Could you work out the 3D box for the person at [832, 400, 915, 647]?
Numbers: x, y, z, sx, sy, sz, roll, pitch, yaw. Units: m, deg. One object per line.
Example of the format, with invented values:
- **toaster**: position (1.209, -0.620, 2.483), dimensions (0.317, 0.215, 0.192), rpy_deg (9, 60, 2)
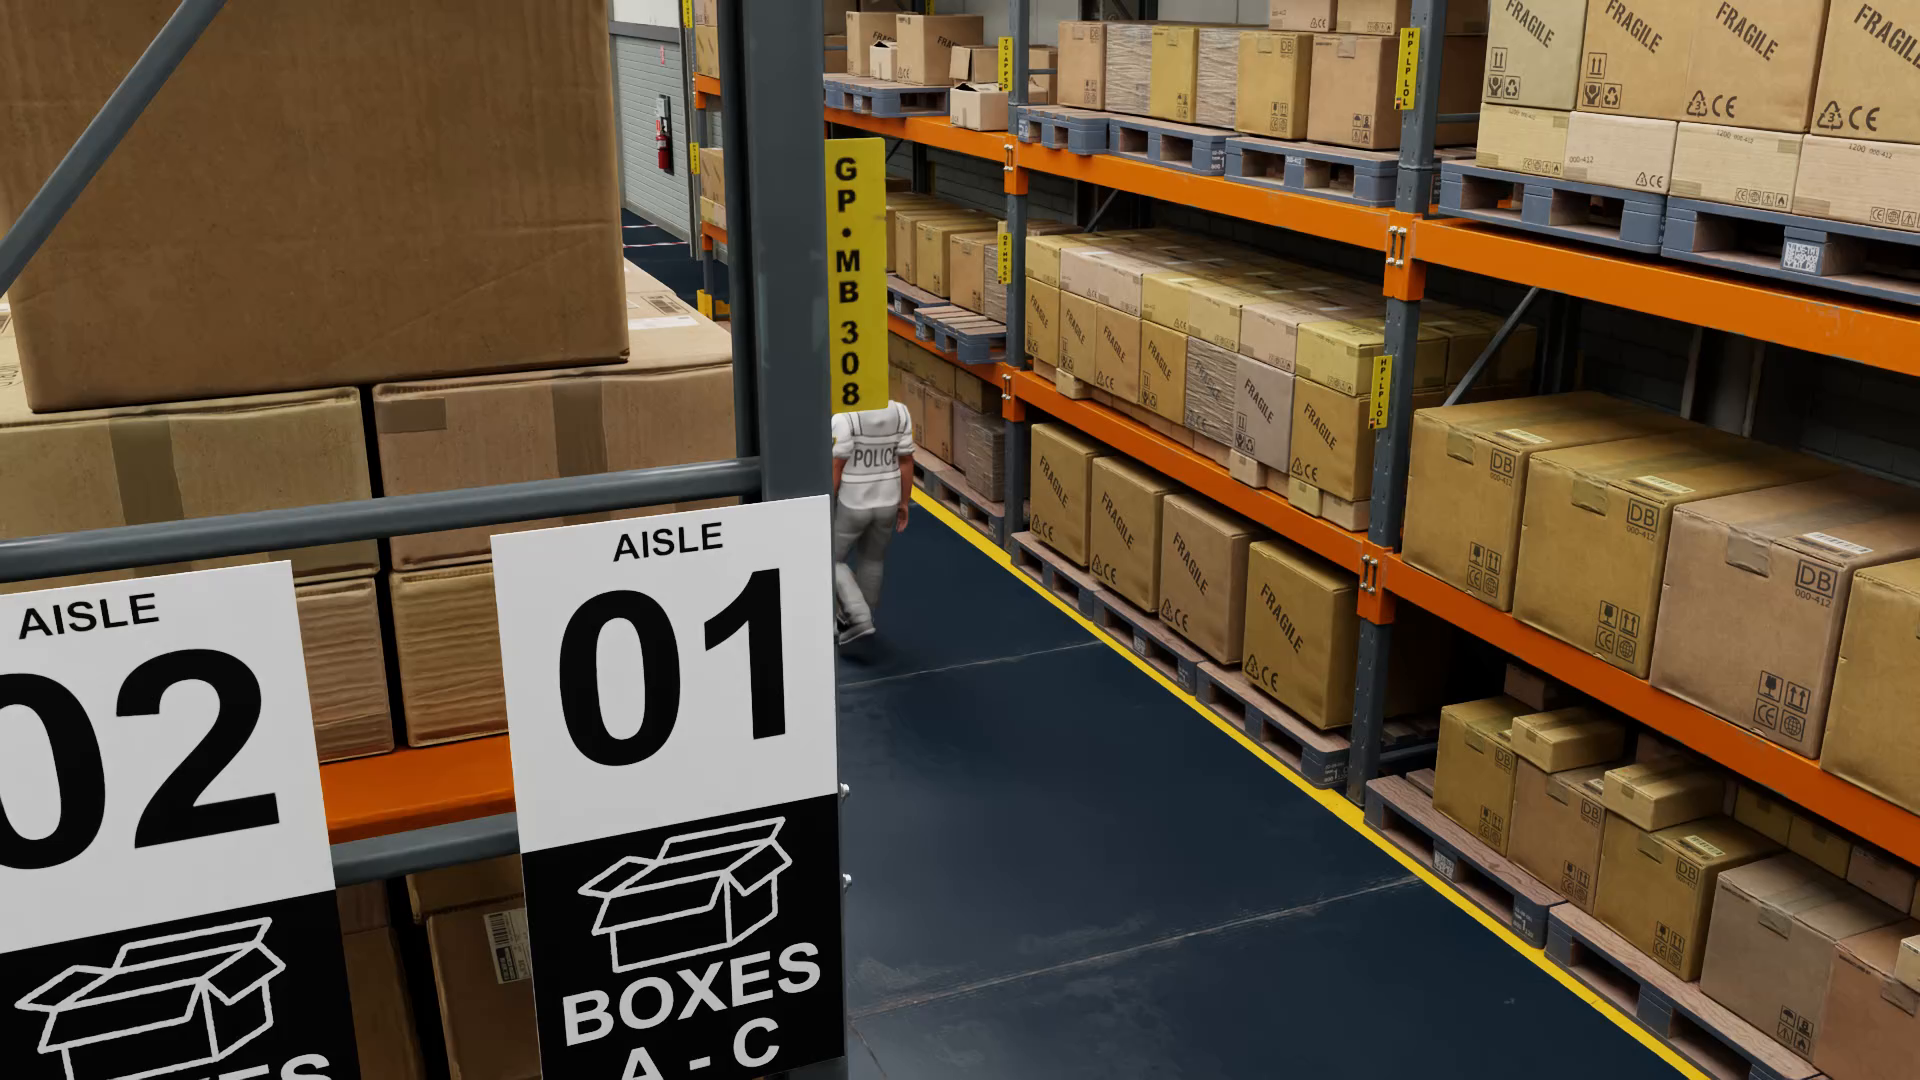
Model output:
- **person**: position (-0.590, -0.229, 9.684), dimensions (0.572, 1.731, 0.694), rpy_deg (-12, 22, -32)
